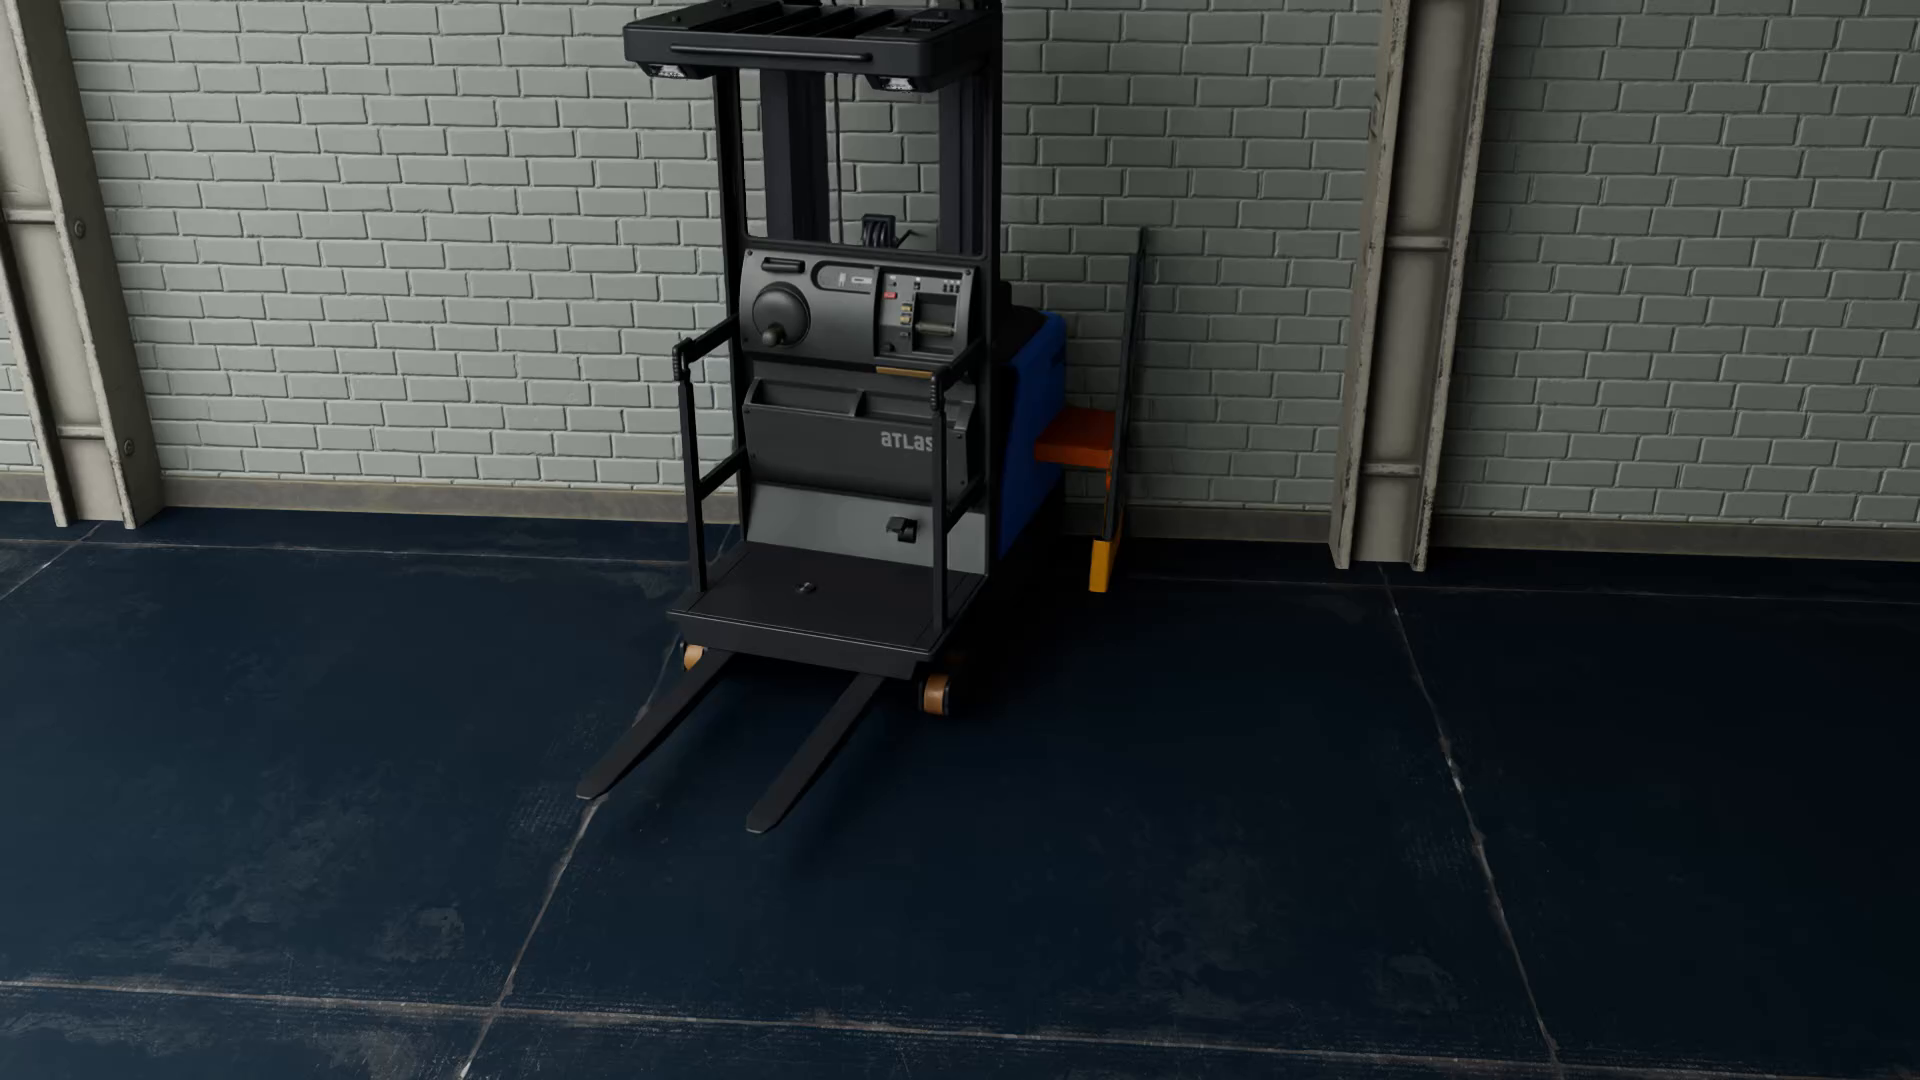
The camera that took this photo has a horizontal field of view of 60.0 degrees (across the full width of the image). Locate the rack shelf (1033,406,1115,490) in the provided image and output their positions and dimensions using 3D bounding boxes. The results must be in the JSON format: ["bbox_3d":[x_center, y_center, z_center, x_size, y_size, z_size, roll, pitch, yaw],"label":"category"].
[{"bbox_3d":[0.203,-0.461,7.366,1.000,0.185,0.538,7,25,9],"label":"rack shelf"}]

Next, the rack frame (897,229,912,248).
[{"bbox_3d":[-0.287,-0.686,7.371,0.032,1.500,0.500,7,25,9],"label":"rack frame"}]

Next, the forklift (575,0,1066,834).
[{"bbox_3d":[-0.460,-0.853,6.098,1.130,2.935,3.031,8,26,17],"label":"forklift"}]

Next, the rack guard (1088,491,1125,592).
[{"bbox_3d":[0.662,0.003,7.475,0.087,0.250,0.587,7,25,9],"label":"rack guard"}]

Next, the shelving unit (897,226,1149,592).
[{"bbox_3d":[0.203,-0.625,7.293,1.083,1.500,0.587,7,25,9],"label":"shelving unit"}]

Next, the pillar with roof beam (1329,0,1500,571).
[{"bbox_3d":[1.571,-2.224,1.818,0.400,9.000,9.100,2,25,4],"label":"pillar with roof beam"}]

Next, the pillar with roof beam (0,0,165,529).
[{"bbox_3d":[-4.411,-2.416,2.235,0.400,9.000,9.100,2,25,4],"label":"pillar with roof beam"}]

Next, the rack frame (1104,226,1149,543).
[{"bbox_3d":[0.710,-0.563,7.213,0.032,1.500,0.500,7,25,9],"label":"rack frame"}]
